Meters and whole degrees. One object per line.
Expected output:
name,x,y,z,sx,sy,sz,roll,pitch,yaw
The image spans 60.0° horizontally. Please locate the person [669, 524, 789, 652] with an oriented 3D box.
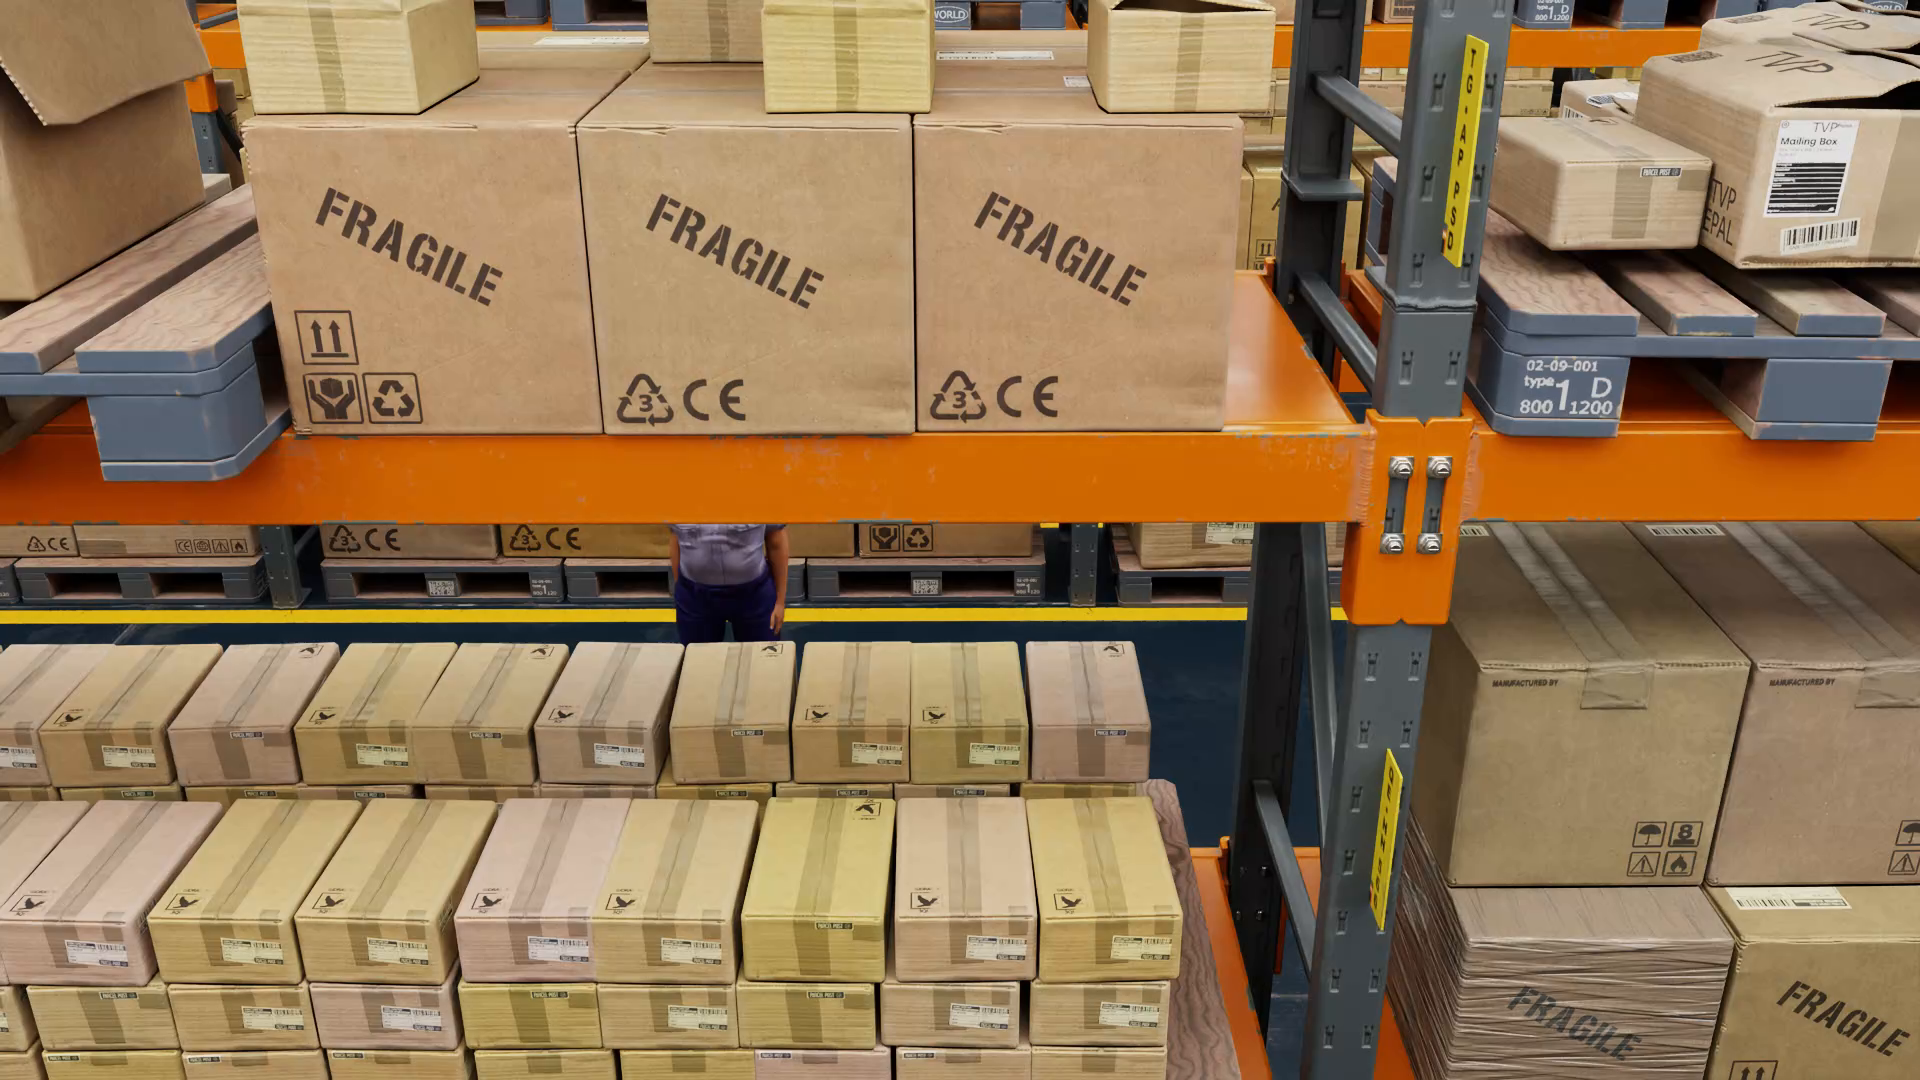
person,-0.904,0.250,6.581,0.470,1.650,0.342,0,24,1
